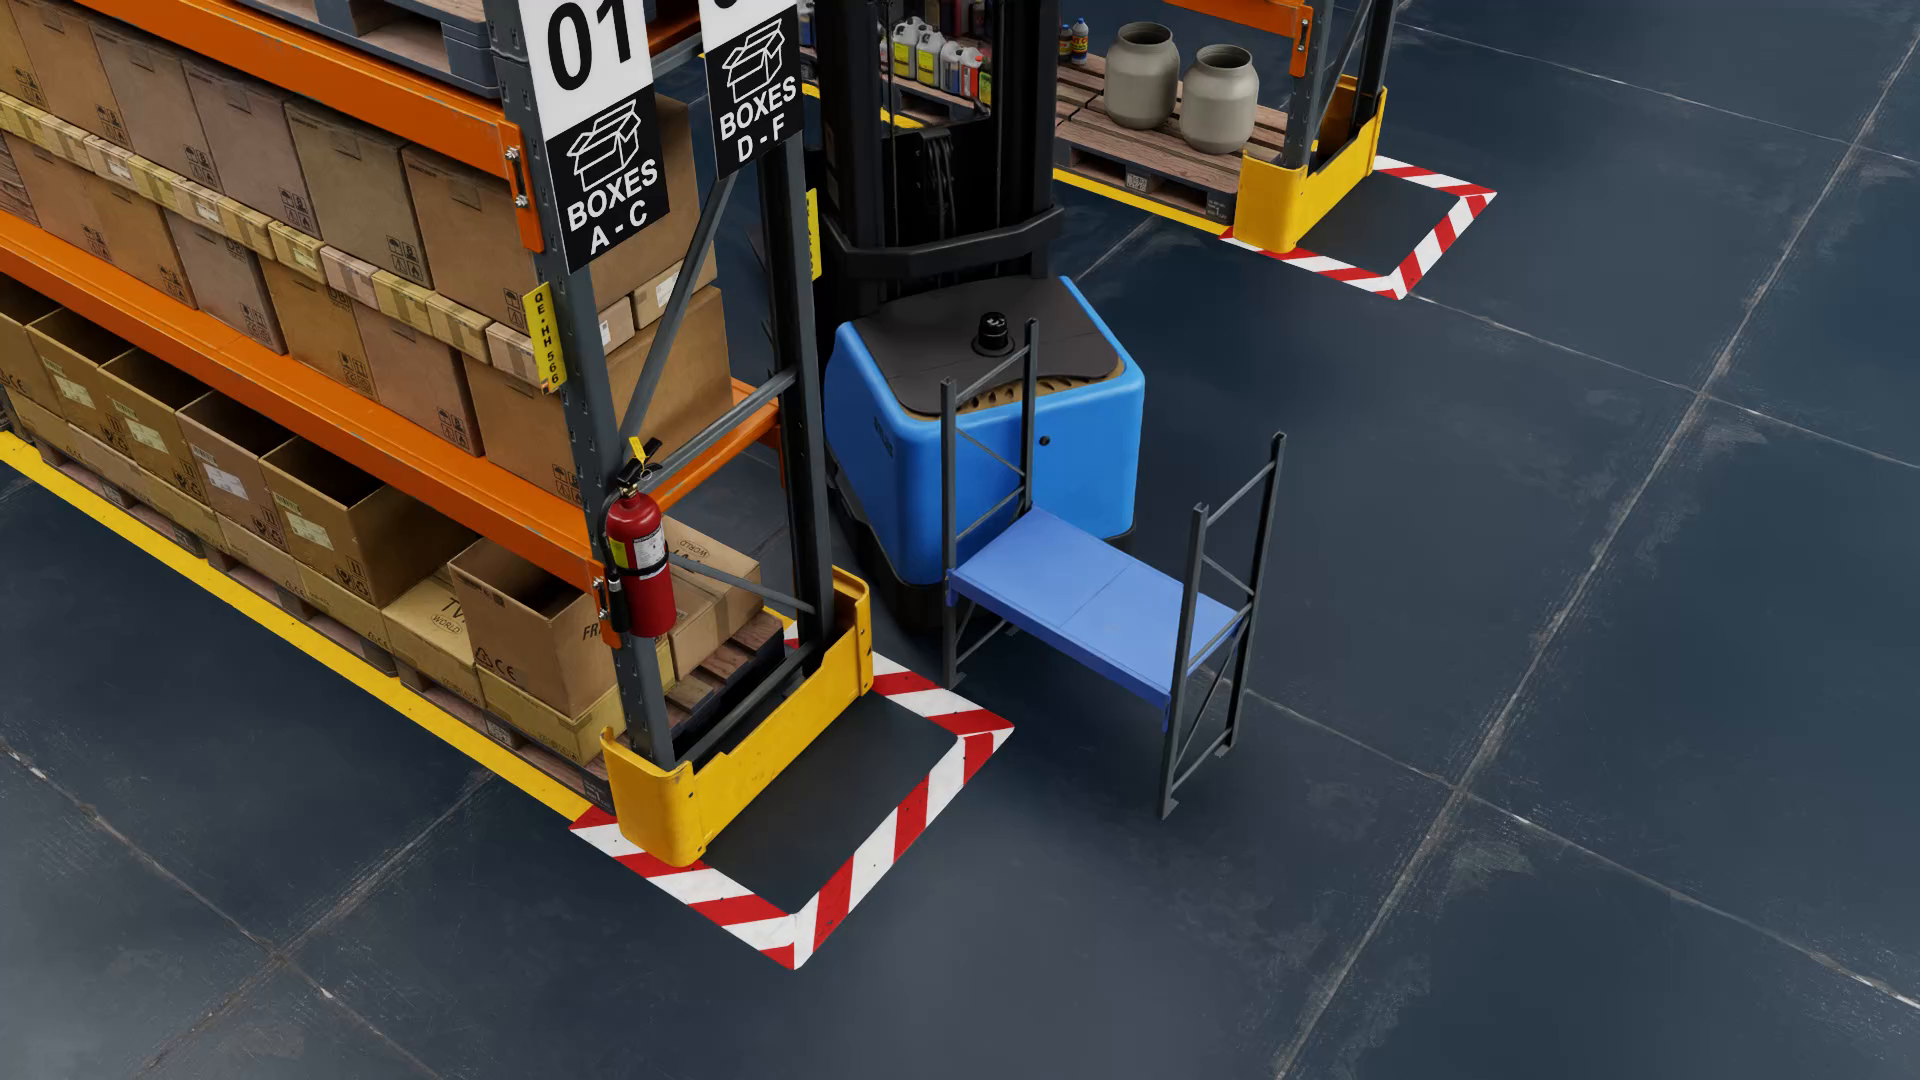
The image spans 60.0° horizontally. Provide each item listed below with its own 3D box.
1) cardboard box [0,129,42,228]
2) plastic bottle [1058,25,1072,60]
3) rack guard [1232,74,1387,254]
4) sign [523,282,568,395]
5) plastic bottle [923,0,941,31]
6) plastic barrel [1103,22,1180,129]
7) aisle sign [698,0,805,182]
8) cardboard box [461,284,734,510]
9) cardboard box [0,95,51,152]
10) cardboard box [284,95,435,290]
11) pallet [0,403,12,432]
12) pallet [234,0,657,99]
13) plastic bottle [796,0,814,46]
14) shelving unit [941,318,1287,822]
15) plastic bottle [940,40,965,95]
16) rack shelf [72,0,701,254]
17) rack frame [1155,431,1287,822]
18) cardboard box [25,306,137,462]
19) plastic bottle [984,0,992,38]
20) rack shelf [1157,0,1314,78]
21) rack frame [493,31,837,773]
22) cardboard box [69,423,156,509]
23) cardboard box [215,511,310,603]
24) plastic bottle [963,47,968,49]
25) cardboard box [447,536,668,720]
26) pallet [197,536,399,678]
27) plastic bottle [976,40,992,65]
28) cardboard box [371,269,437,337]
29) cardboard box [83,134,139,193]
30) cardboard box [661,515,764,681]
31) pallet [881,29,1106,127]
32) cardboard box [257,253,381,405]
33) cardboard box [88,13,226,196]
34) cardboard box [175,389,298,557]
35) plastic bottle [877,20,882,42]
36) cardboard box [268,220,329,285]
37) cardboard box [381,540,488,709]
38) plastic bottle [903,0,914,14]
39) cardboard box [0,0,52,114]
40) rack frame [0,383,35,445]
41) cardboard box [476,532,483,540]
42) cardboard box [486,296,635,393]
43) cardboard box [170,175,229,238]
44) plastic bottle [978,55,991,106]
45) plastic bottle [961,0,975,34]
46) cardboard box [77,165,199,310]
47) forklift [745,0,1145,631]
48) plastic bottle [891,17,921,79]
[{"bbox_3d":[-3.722,-1.726,6.854,0.500,0.500,0.700,24,47,24],"label":"cardboard box"},{"bbox_3d":[0.643,-3.052,10.179,0.097,0.201,0.097,0,42,0],"label":"plastic bottle"},{"bbox_3d":[1.944,-2.098,9.220,0.348,0.500,1.175,25,48,25],"label":"rack guard"},{"bbox_3d":[-1.136,-0.552,4.572,0.005,0.325,0.100,25,48,25],"label":"sign"},{"bbox_3d":[-0.165,-3.357,10.460,0.133,0.283,0.061,25,48,25],"label":"plastic bottle"},{"bbox_3d":[1.041,-2.658,9.522,0.421,0.512,0.421,0,42,0],"label":"plastic barrel"},{"bbox_3d":[-0.584,-1.434,4.654,0.004,0.787,0.394,25,48,25],"label":"aisle sign"},{"bbox_3d":[-1.188,-0.547,5.536,0.500,0.500,0.700,25,48,25],"label":"cardboard box"},{"bbox_3d":[-3.346,-1.632,6.263,0.250,0.149,0.380,25,47,25],"label":"cardboard box"},{"bbox_3d":[-1.665,-1.249,5.348,0.500,0.500,0.700,24,47,24],"label":"cardboard box"},{"bbox_3d":[-4.714,-1.077,8.295,1.213,0.211,1.003,25,48,25],"label":"pallet"},{"bbox_3d":[-1.378,-1.693,4.710,1.213,0.211,1.003,25,48,25],"label":"pallet"},{"bbox_3d":[-0.952,-3.237,10.330,0.135,0.276,0.152,27,48,27],"label":"plastic bottle"},{"bbox_3d":[0.497,0.123,5.987,1.048,1.500,0.538,29,49,28],"label":"shelving unit"},{"bbox_3d":[-0.026,-2.804,9.847,0.135,0.276,0.152,24,47,24],"label":"plastic bottle"},{"bbox_3d":[-2.451,-1.939,5.458,4.000,0.370,1.077,25,48,25],"label":"rack shelf"},{"bbox_3d":[0.887,0.340,5.745,0.032,1.500,0.500,29,49,28],"label":"rack frame"},{"bbox_3d":[-3.475,-0.731,7.002,0.500,0.500,0.500,25,48,25],"label":"cardboard box"},{"bbox_3d":[0.200,-3.285,10.388,0.097,0.271,0.097,0,42,0],"label":"plastic bottle"},{"bbox_3d":[0.396,-3.524,9.478,4.000,0.370,1.077,25,48,25],"label":"rack shelf"},{"bbox_3d":[-0.814,-0.324,5.362,0.127,3.000,1.000,25,48,25],"label":"rack frame"},{"bbox_3d":[-3.476,-0.450,7.250,0.500,0.250,0.500,25,48,25],"label":"cardboard box"},{"bbox_3d":[-2.657,-0.067,6.823,0.500,0.250,0.500,25,48,25],"label":"cardboard box"},{"bbox_3d":[0.030,-2.851,9.956,0.097,0.201,0.097,0,42,0],"label":"plastic bottle"},{"bbox_3d":[-1.423,0.222,5.937,0.500,0.500,0.500,25,48,25],"label":"cardboard box"},{"bbox_3d":[-2.458,-0.022,7.116,1.213,0.211,1.003,25,48,25],"label":"pallet"},{"bbox_3d":[0.148,-2.812,9.850,0.133,0.283,0.061,25,48,25],"label":"plastic bottle"},{"bbox_3d":[-1.660,-0.842,5.380,0.250,0.149,0.380,24,47,25],"label":"cardboard box"},{"bbox_3d":[-2.922,-1.434,6.042,0.250,0.149,0.380,24,47,24],"label":"cardboard box"},{"bbox_3d":[-1.125,0.218,6.504,0.500,0.250,0.500,25,48,25],"label":"cardboard box"},{"bbox_3d":[0.288,-2.772,10.190,1.213,0.211,1.003,25,48,25],"label":"pallet"},{"bbox_3d":[-2.024,-0.938,5.974,0.500,0.500,0.700,25,48,26],"label":"cardboard box"},{"bbox_3d":[-2.489,-1.633,5.778,0.500,0.500,0.700,25,48,25],"label":"cardboard box"},{"bbox_3d":[-2.659,-0.345,6.571,0.500,0.500,0.500,25,48,25],"label":"cardboard box"},{"bbox_3d":[-0.522,-3.061,10.138,0.097,0.271,0.097,0,42,0],"label":"plastic bottle"},{"bbox_3d":[-2.080,-1.040,5.601,0.250,0.149,0.380,27,48,27],"label":"cardboard box"},{"bbox_3d":[-1.839,0.316,6.395,0.500,0.250,0.500,25,48,25],"label":"cardboard box"},{"bbox_3d":[-0.391,-3.572,10.649,0.185,0.351,0.144,23,47,23],"label":"plastic bottle"},{"bbox_3d":[-3.307,-2.017,6.206,0.500,0.500,0.700,25,47,25],"label":"cardboard box"},{"bbox_3d":[-4.088,-1.855,7.074,0.127,3.000,1.000,25,48,25],"label":"rack frame"},{"bbox_3d":[-1.945,-0.163,6.930,0.500,0.250,0.500,25,48,25],"label":"cardboard box"},{"bbox_3d":[-1.236,-0.645,5.160,0.250,0.149,0.380,24,47,25],"label":"cardboard box"},{"bbox_3d":[-2.507,-1.238,5.822,0.250,0.149,0.380,24,47,25],"label":"cardboard box"},{"bbox_3d":[0.172,-2.677,9.699,0.133,0.283,0.061,26,48,26],"label":"plastic bottle"},{"bbox_3d":[0.004,-3.356,10.464,0.135,0.276,0.152,26,48,26],"label":"plastic bottle"},{"bbox_3d":[-2.877,-1.333,6.416,0.500,0.500,0.700,26,48,26],"label":"cardboard box"},{"bbox_3d":[-0.272,-1.718,6.972,1.130,2.935,3.031,-14,44,-15],"label":"forklift"},{"bbox_3d":[-0.316,-2.964,9.970,0.185,0.351,0.144,25,47,25],"label":"plastic bottle"}]
